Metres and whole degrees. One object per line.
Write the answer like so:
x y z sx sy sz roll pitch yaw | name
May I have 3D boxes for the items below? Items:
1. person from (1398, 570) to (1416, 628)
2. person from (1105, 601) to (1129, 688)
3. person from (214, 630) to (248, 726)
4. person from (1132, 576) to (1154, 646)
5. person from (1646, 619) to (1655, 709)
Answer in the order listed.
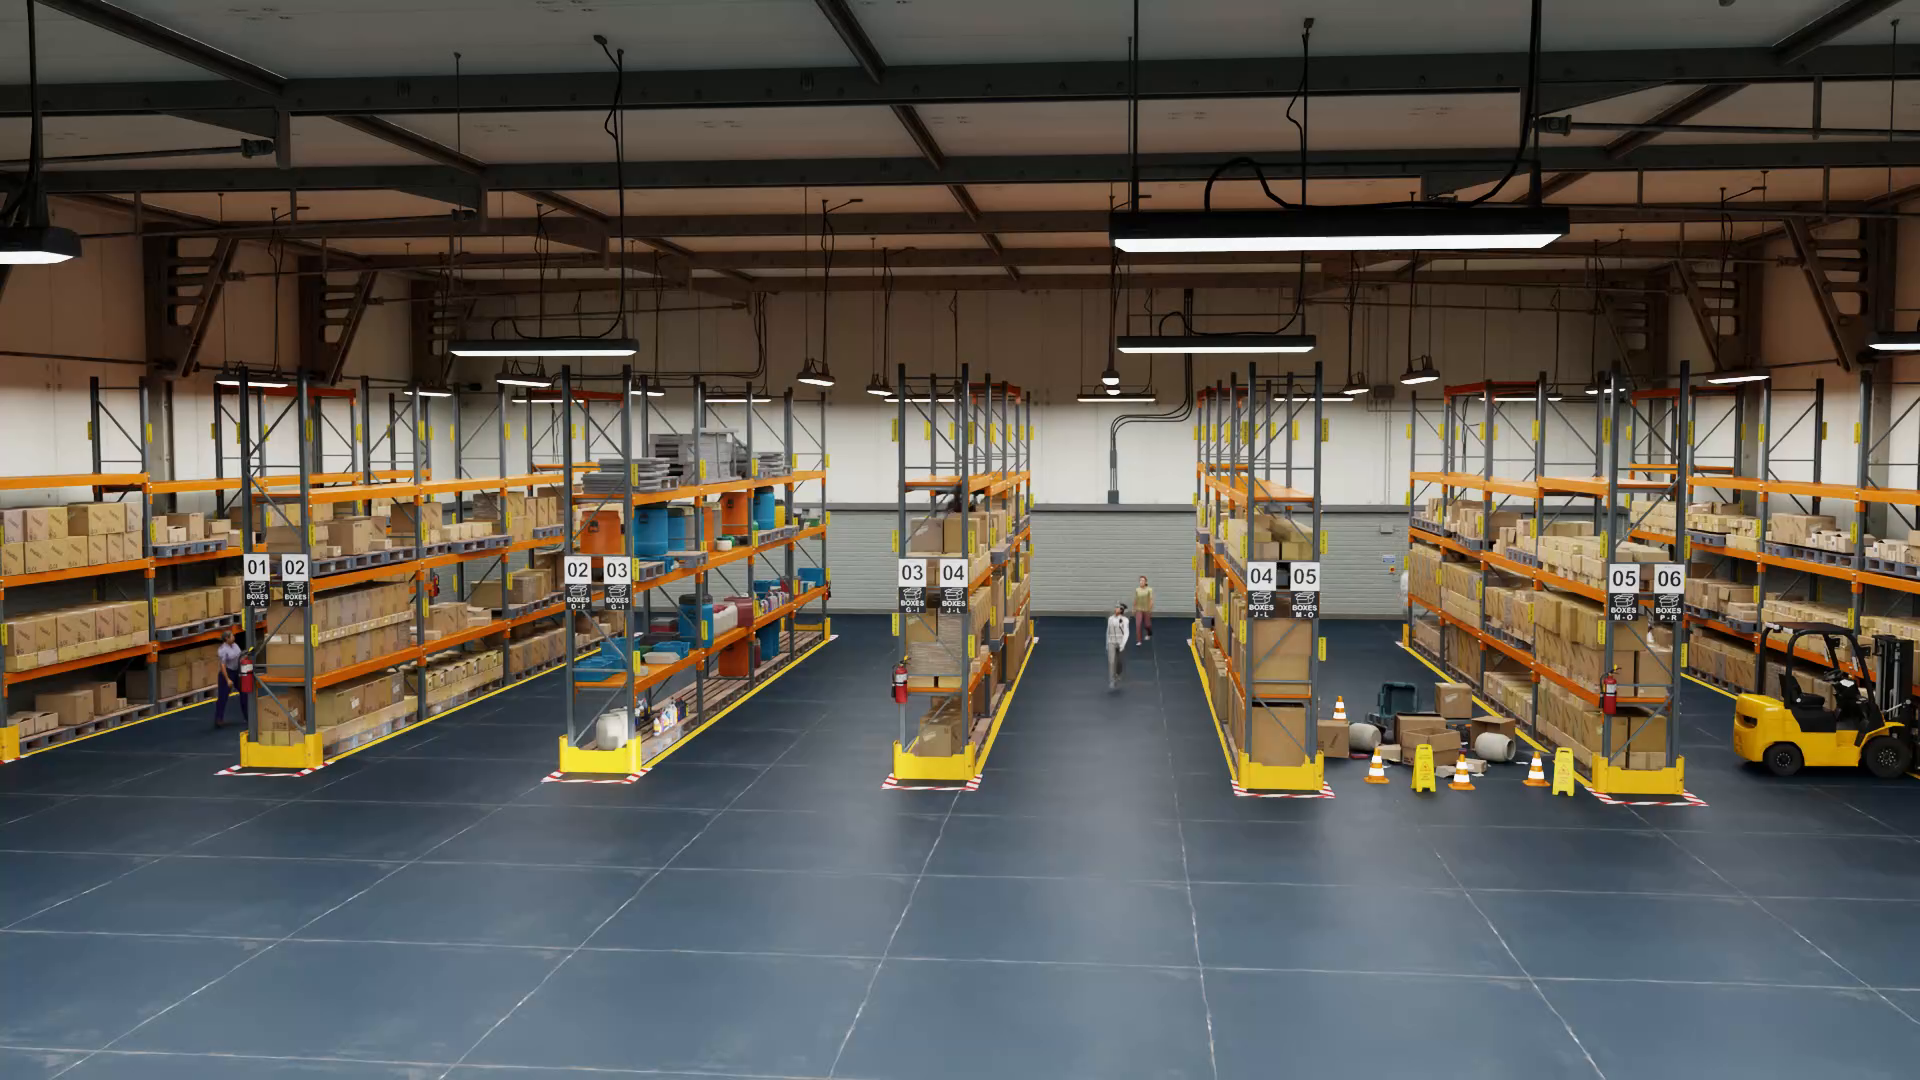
11.390 1.403 42.326 0.498 1.805 0.518 -1 4 -17 | person
3.017 1.986 31.934 0.441 1.633 0.975 0 4 0 | person
-12.468 2.373 28.562 0.536 1.659 0.659 2 4 23 | person
4.321 1.660 39.255 0.526 1.629 0.689 1 4 19 | person
12.201 2.235 29.911 0.554 1.685 0.528 3 5 43 | person
